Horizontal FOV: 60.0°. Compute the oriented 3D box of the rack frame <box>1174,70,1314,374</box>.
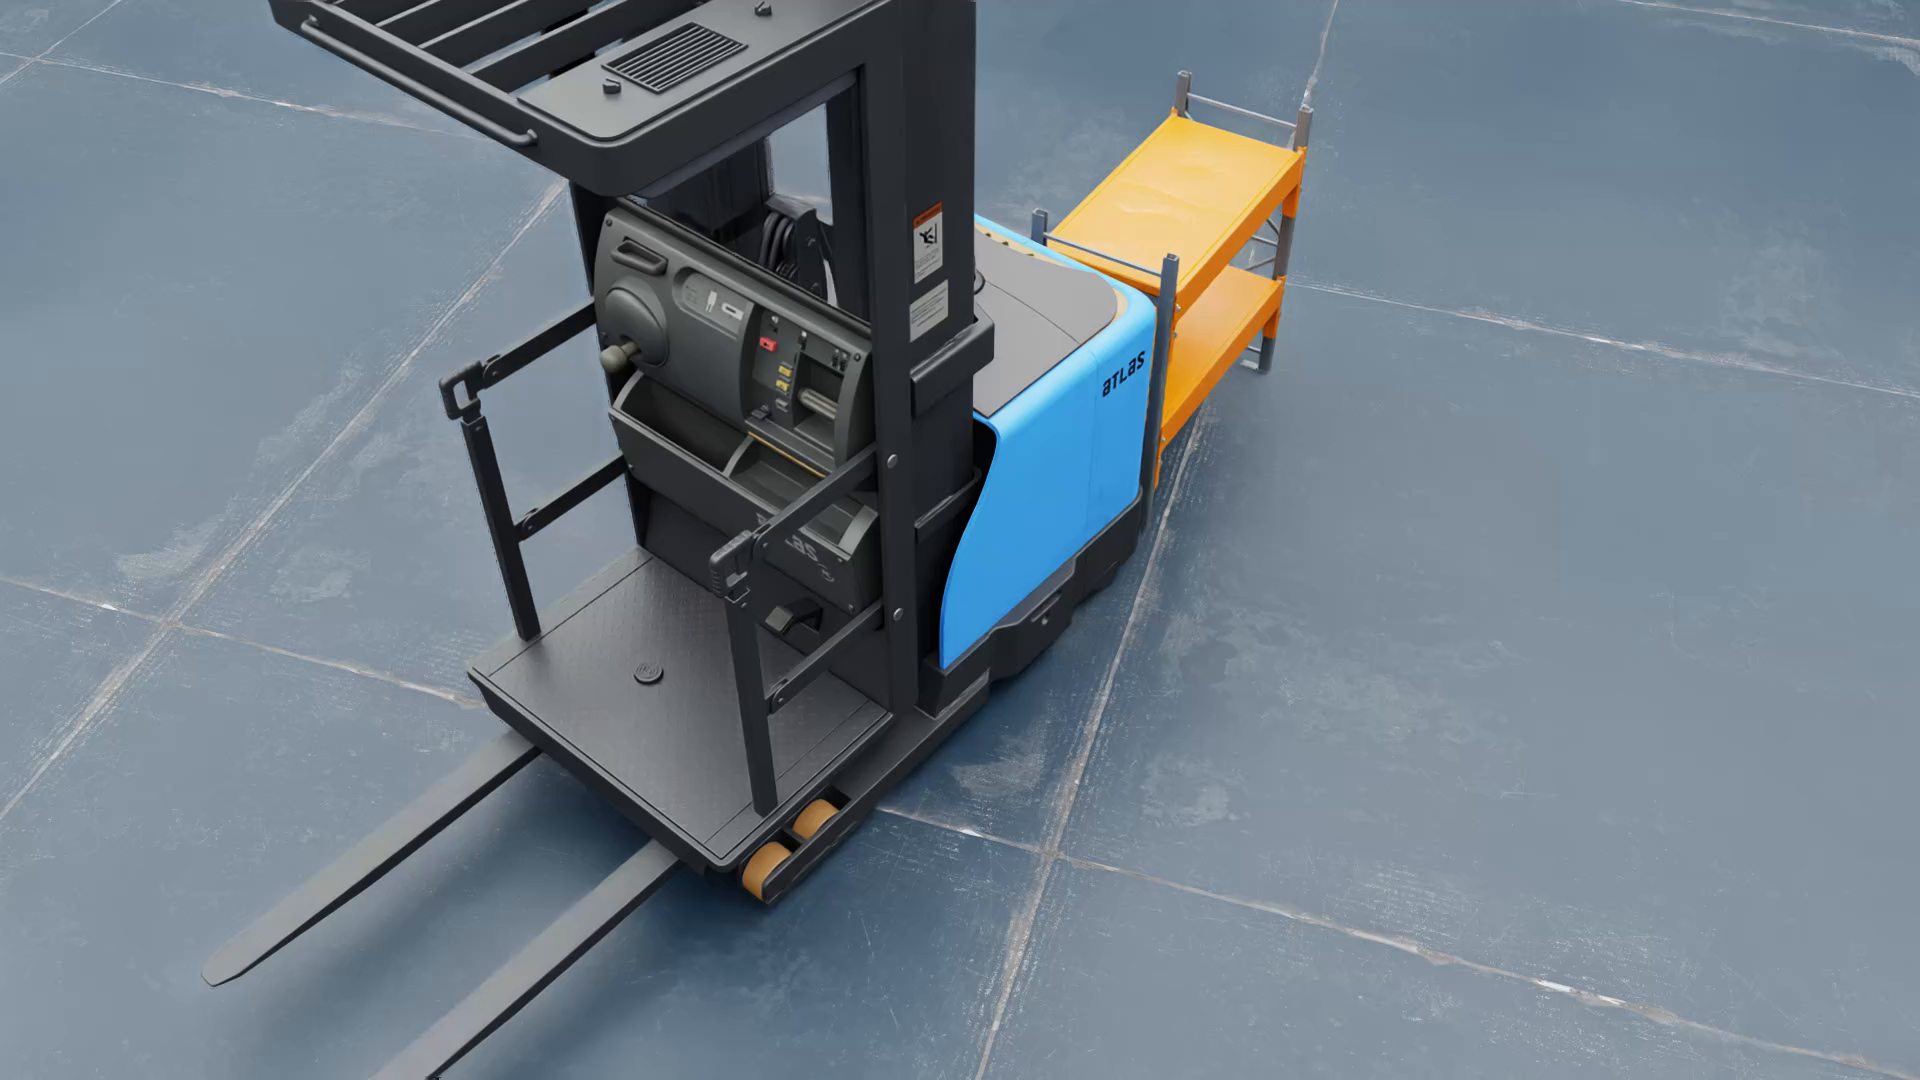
[{"bbox_3d":[0.979,-1.142,6.112,0.500,1.125,0.032,23,49,22],"label":"rack frame"}]

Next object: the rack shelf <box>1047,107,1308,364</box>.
[{"bbox_3d":[0.712,-1.049,5.599,0.538,0.278,1.000,23,49,22],"label":"rack shelf"}]

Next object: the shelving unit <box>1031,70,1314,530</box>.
[{"bbox_3d":[0.712,-0.840,5.804,0.538,1.125,1.048,23,49,22],"label":"shelving unit"}]

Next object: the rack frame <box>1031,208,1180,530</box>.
[{"bbox_3d":[0.444,-0.537,5.495,0.500,1.125,0.032,23,49,22],"label":"rack frame"}]

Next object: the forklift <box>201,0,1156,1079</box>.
[{"bbox_3d":[-0.731,-0.429,4.093,1.130,2.935,3.031,30,52,27],"label":"forklift"}]

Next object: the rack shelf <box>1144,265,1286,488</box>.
[{"bbox_3d":[0.712,-0.665,5.975,0.538,0.278,1.000,23,49,22],"label":"rack shelf"}]
